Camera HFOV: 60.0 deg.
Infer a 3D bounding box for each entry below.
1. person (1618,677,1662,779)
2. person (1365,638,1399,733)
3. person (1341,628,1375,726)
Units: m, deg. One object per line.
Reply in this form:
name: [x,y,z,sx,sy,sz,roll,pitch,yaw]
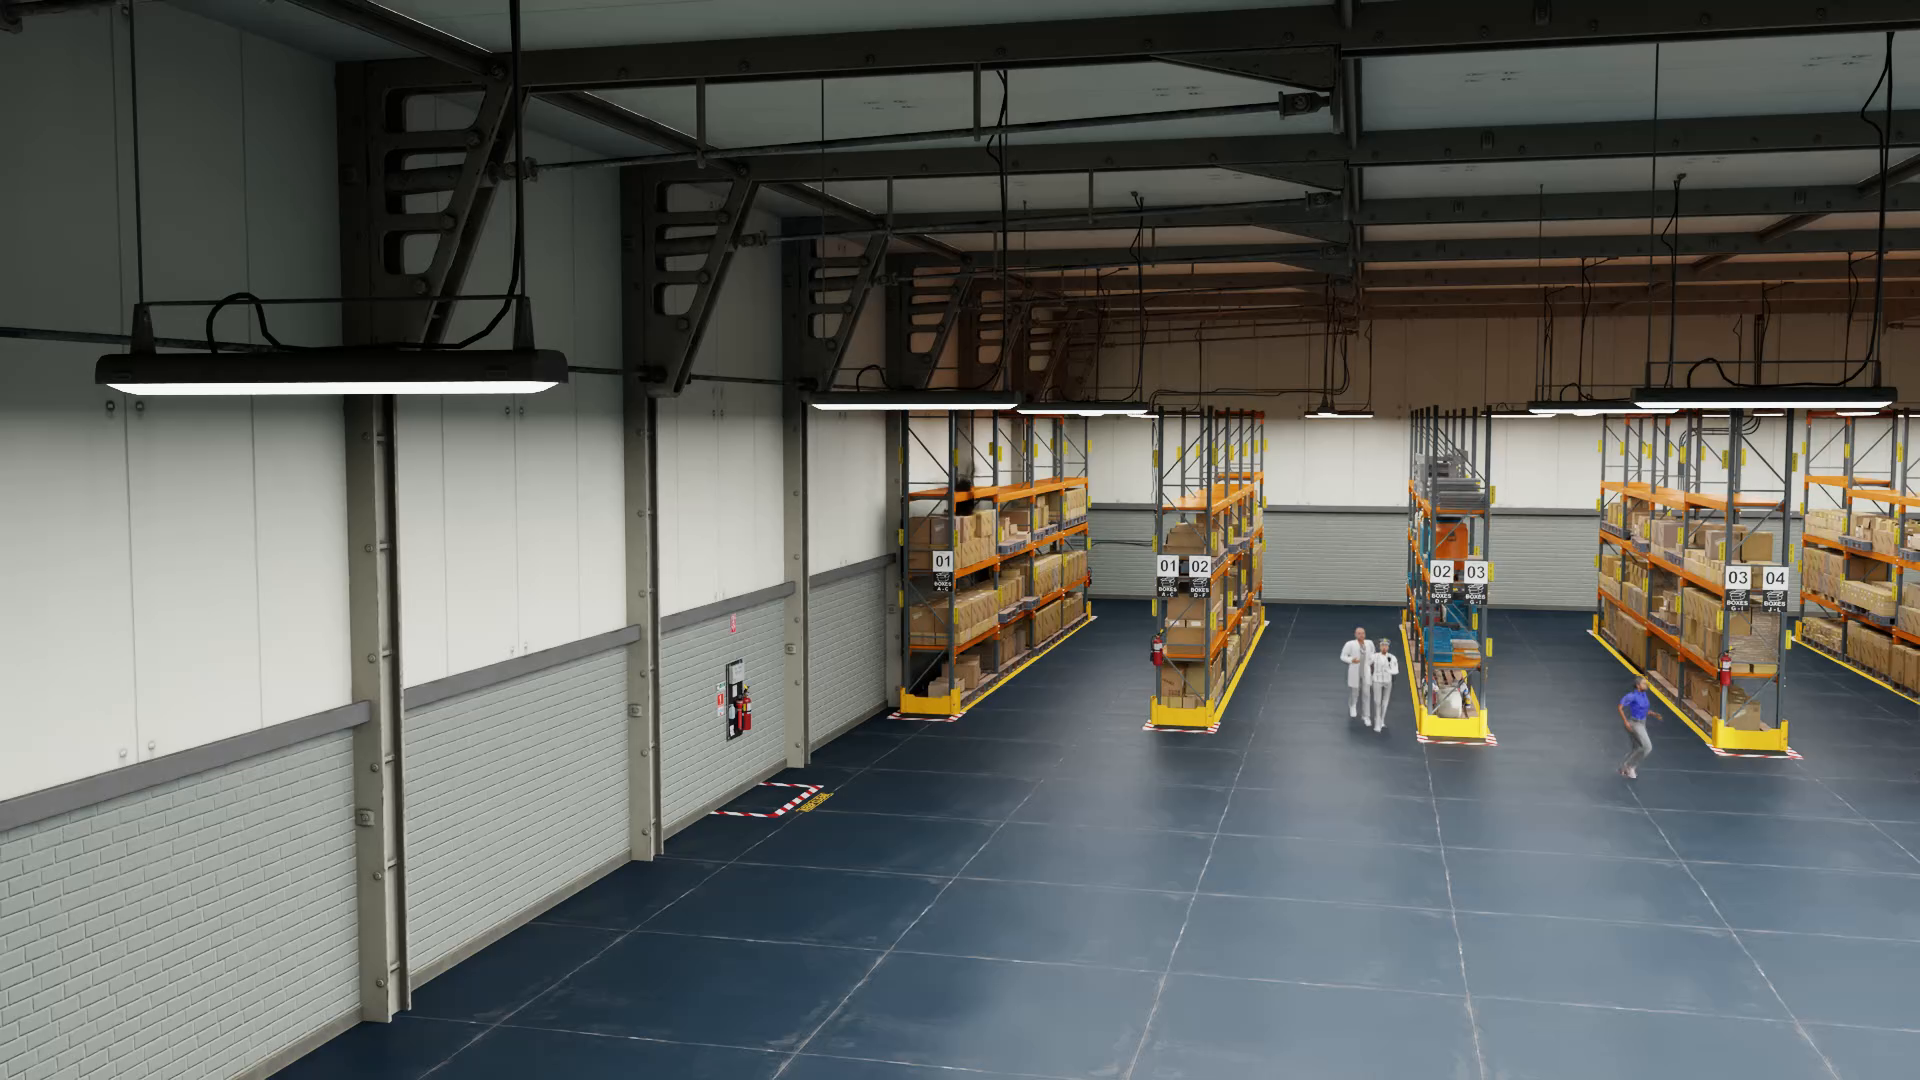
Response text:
person: [10.867,3.043,26.584,0.633,1.548,0.579,4,6,42]
person: [7.803,2.672,30.739,0.573,1.725,0.645,1,4,9]
person: [7.562,2.549,31.518,0.711,1.790,1.057,0,4,1]
